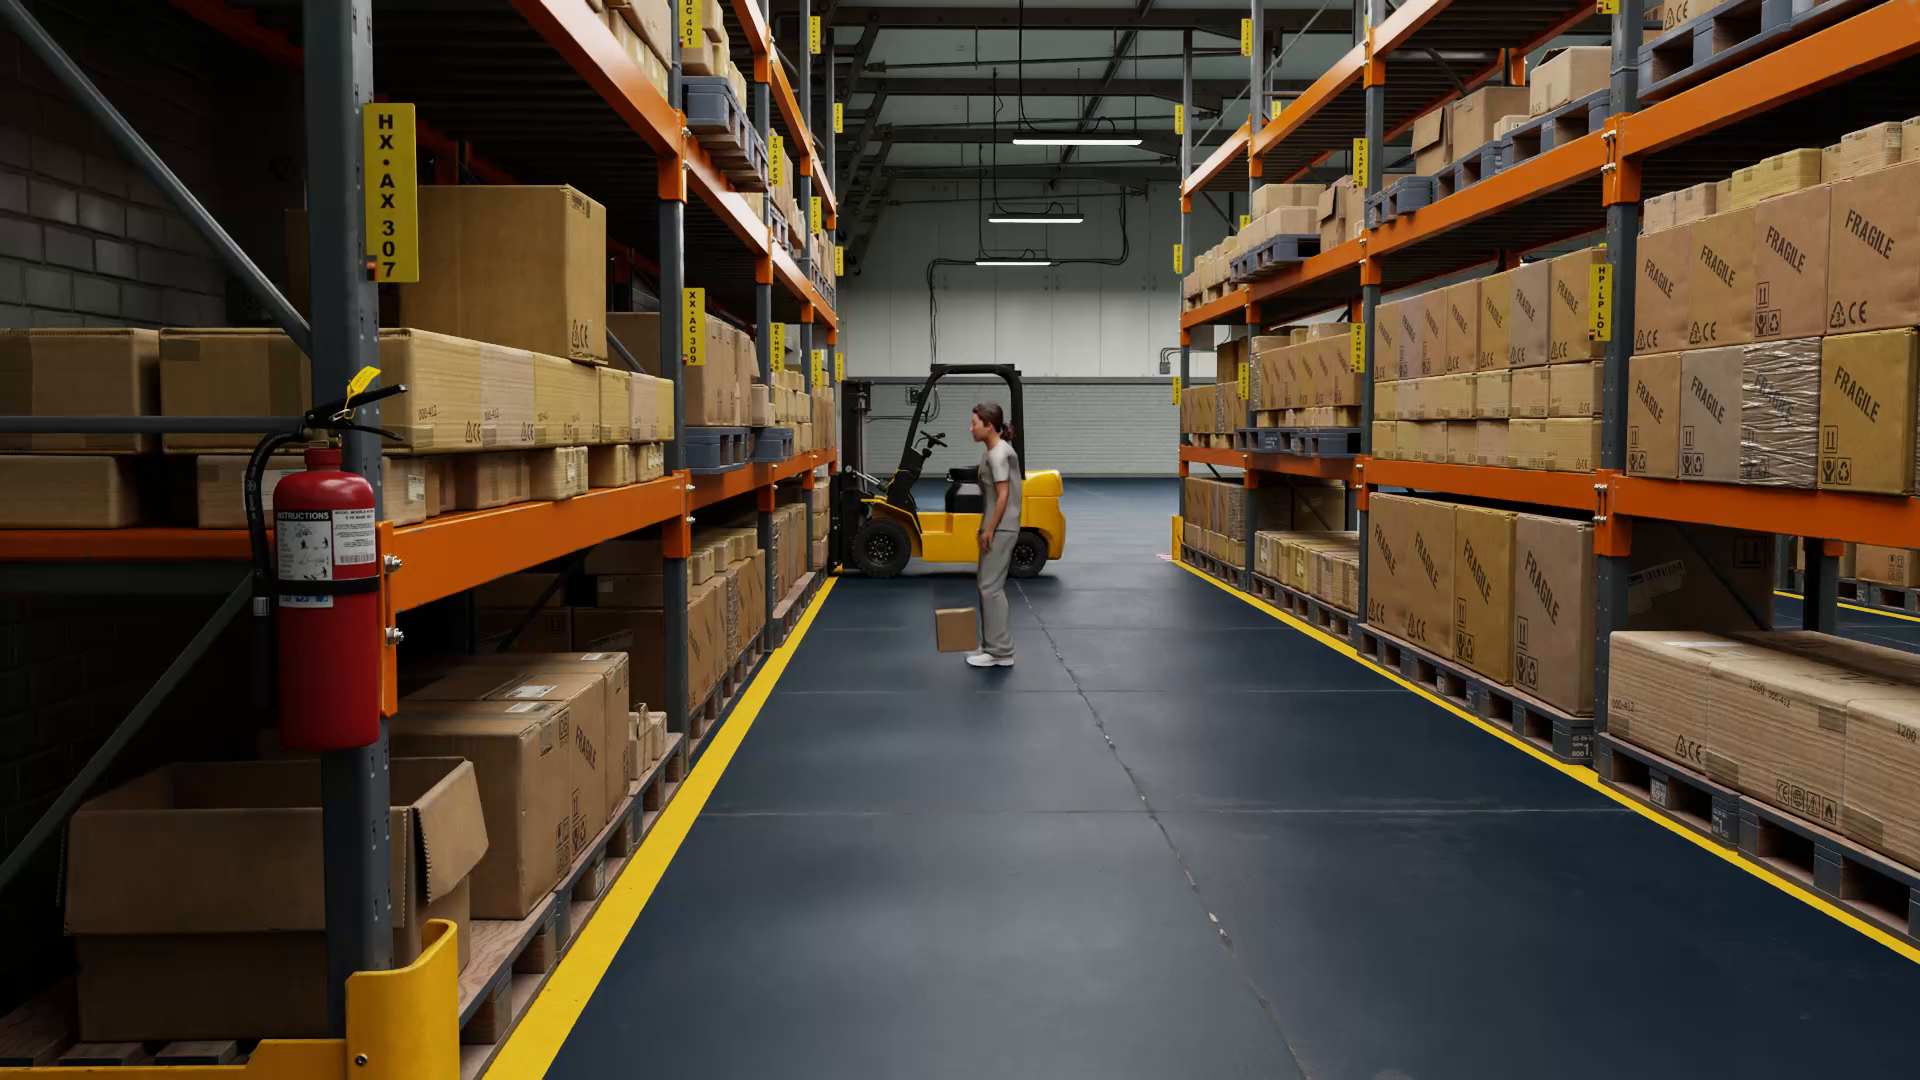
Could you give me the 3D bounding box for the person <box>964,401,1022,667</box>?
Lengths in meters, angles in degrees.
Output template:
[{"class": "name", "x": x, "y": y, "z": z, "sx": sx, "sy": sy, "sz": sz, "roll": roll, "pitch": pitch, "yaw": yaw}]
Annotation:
[{"class": "person", "x": 0.211, "y": -0.043, "z": 10.595, "sx": 0.360, "sy": 1.674, "sz": 0.483, "roll": 0, "pitch": 4, "yaw": -3}]
